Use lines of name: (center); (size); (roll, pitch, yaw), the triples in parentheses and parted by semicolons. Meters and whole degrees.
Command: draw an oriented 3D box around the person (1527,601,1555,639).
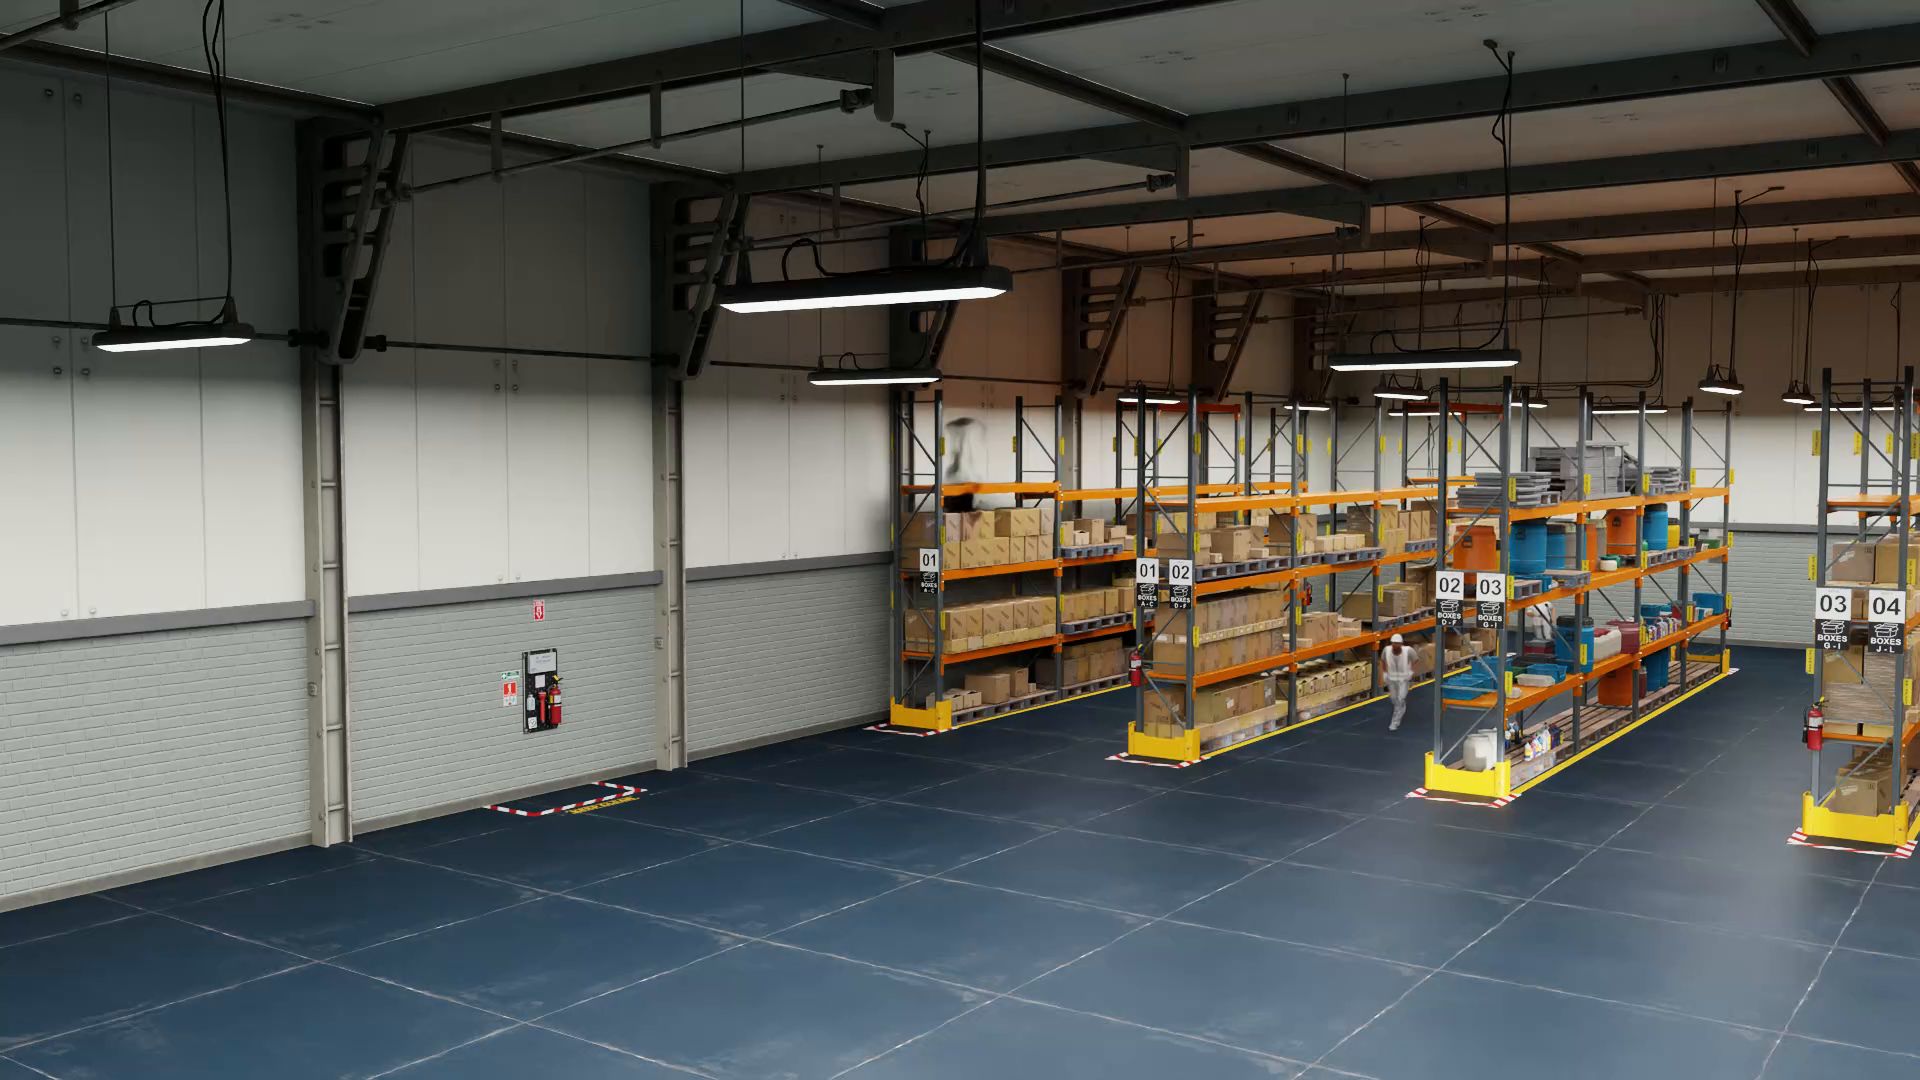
person: (13.575, 2.020, 38.882); (0.608, 1.725, 0.684); (1, 3, 20)

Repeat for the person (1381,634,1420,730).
person: (7.840, 2.503, 29.606); (0.682, 1.722, 0.950); (1, 3, 23)
